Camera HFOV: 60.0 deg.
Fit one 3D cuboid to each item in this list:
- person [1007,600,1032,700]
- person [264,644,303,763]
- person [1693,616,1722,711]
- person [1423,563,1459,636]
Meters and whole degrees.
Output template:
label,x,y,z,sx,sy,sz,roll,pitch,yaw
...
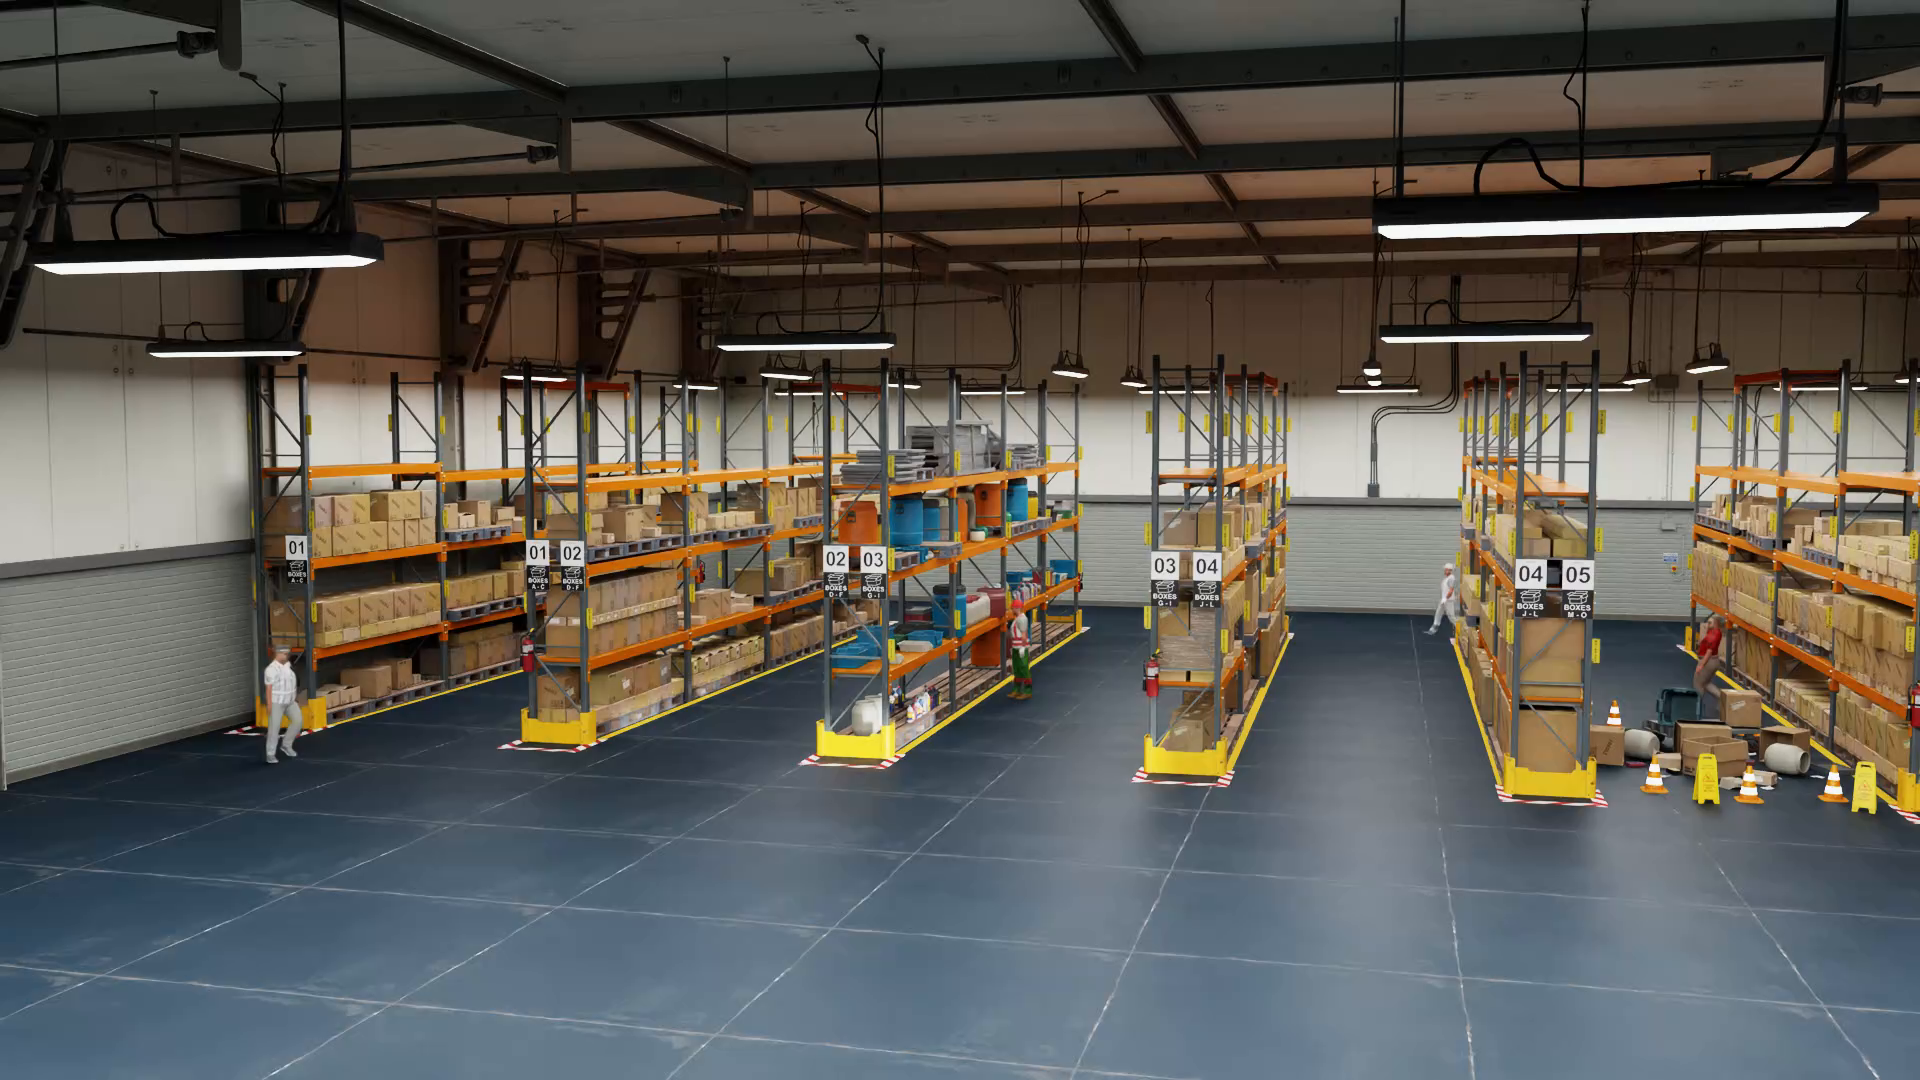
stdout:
label,x,y,z,sx,sy,sz,roll,pitch,yaw
person,1.066,1.994,30.409,0.431,1.801,0.572,-1,4,-12
person,-10.118,2.414,24.817,0.410,1.746,0.642,1,4,17
person,12.909,2.156,28.859,0.590,1.702,0.730,-3,5,-41
person,11.477,1.419,39.363,0.976,1.740,0.706,1,4,14
